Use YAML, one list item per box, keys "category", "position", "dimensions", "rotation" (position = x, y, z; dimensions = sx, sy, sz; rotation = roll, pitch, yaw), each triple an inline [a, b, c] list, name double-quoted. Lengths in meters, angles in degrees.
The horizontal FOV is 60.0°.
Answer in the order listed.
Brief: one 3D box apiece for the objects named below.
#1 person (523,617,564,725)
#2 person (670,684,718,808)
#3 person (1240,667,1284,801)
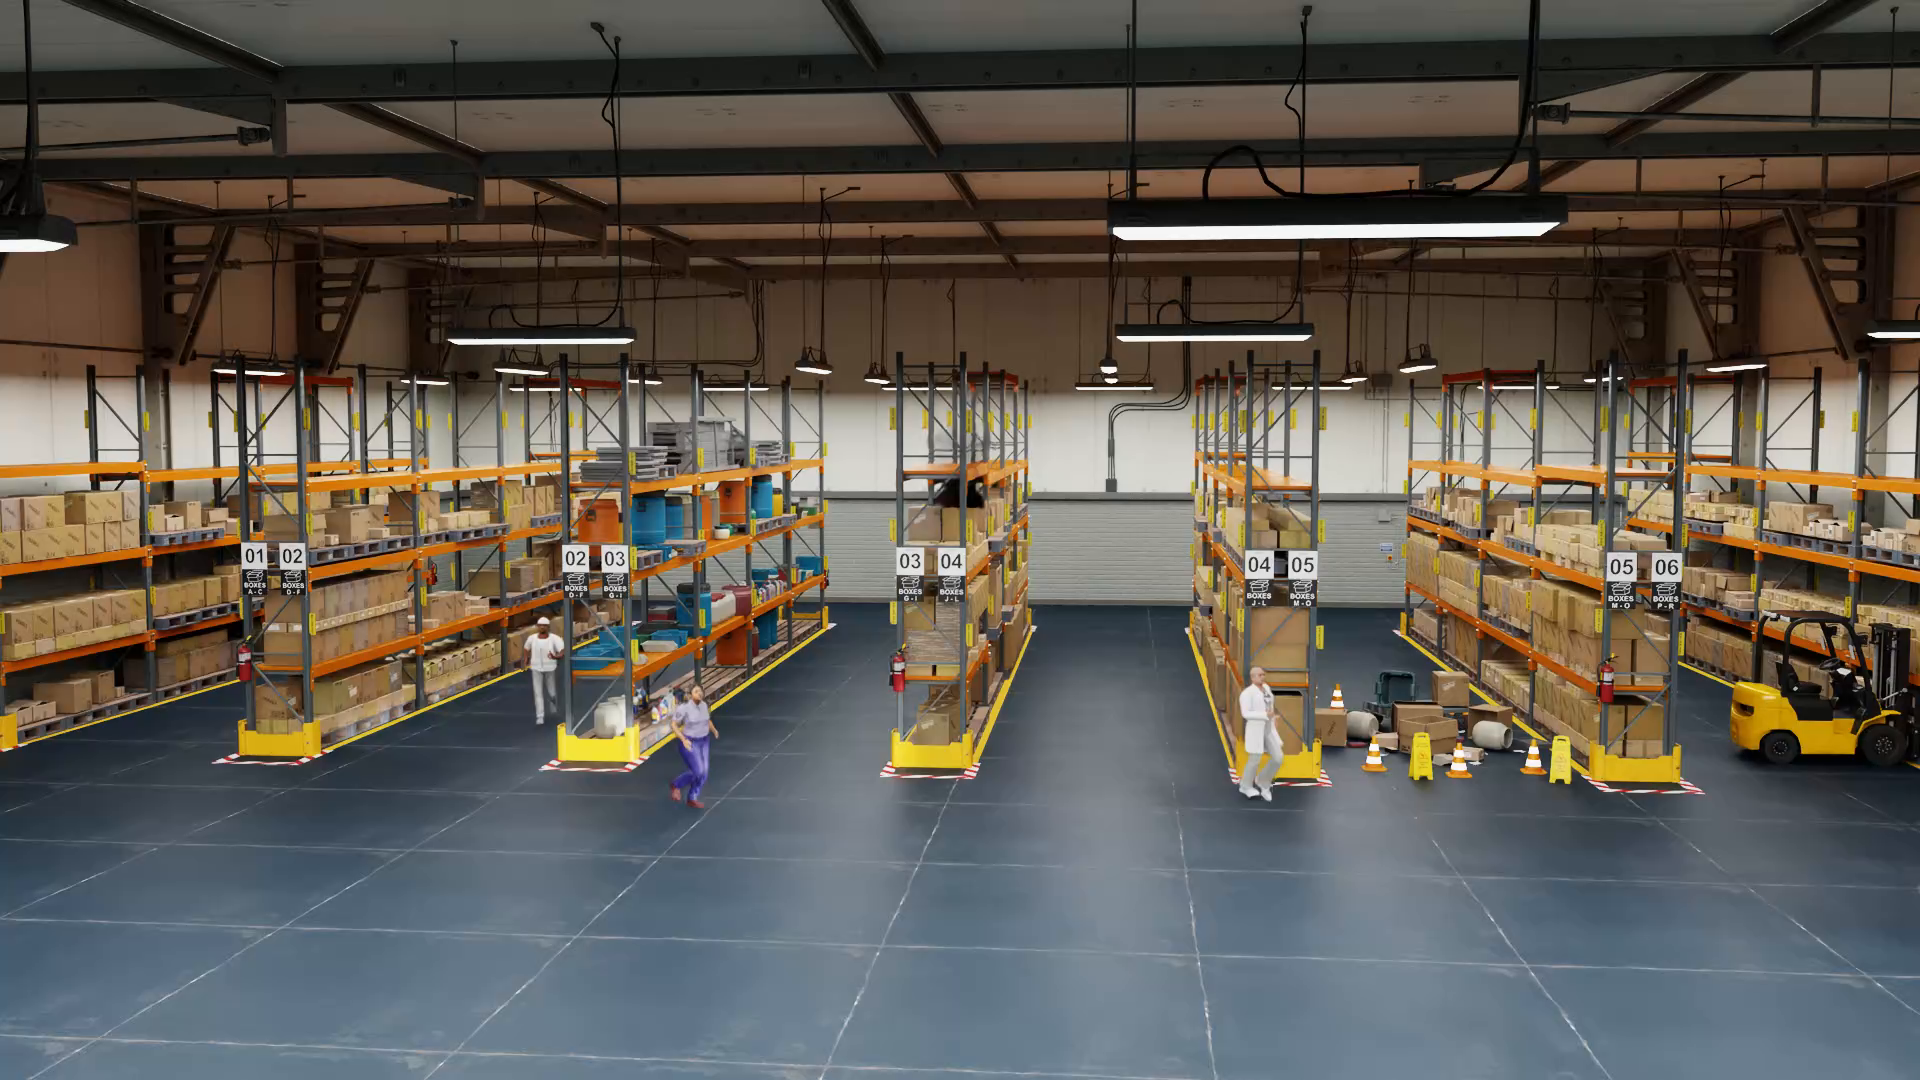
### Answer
- category: "person"
  position: [-6.922, 2.157, 27.662]
  dimensions: [0.714, 1.747, 0.932]
  rotation: [0, 4, -7]
- category: "person"
  position: [-3.435, 2.672, 21.619]
  dimensions: [0.581, 1.617, 0.597]
  rotation: [3, 5, 37]
- category: "person"
  position: [3.966, 2.565, 21.937]
  dimensions: [0.684, 1.792, 0.746]
  rotation: [-2, 5, -29]
